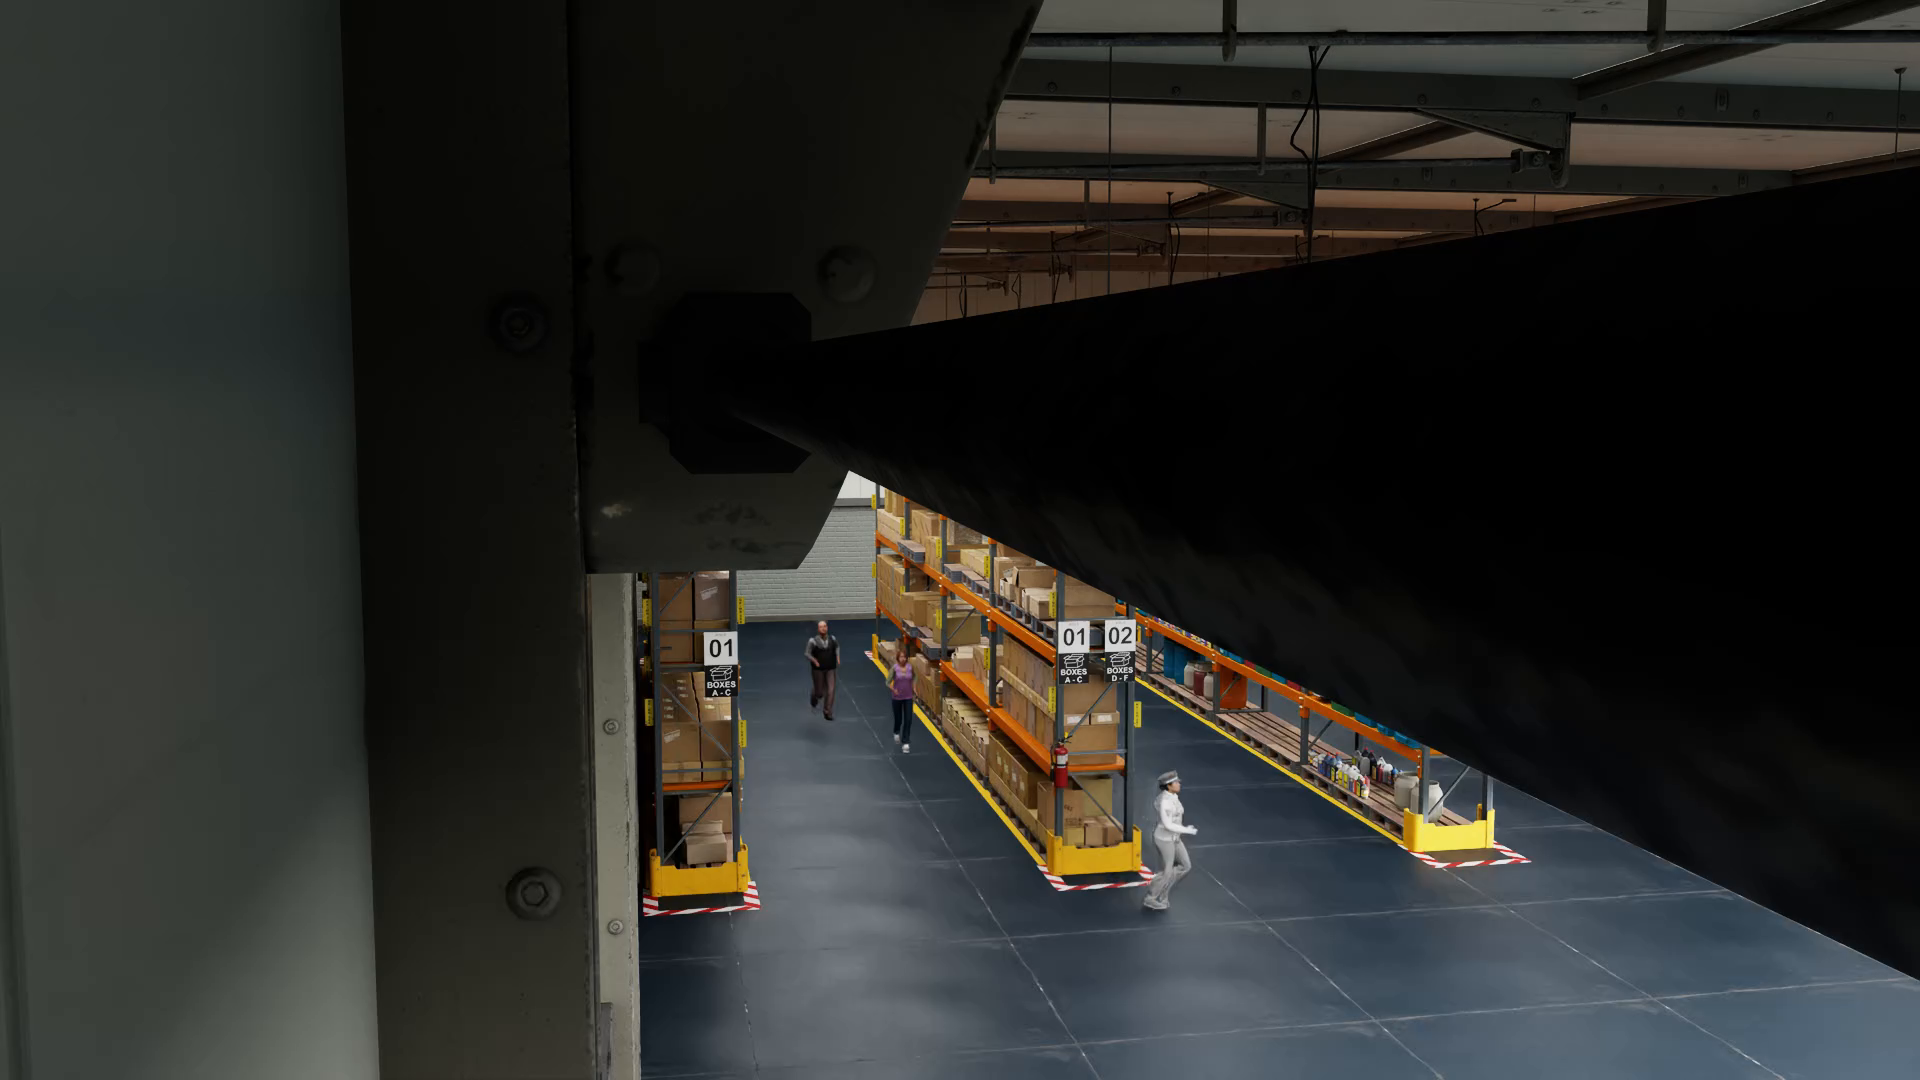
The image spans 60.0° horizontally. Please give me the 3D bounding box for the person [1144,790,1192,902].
[{"bbox_3d":[2.444,3.579,19.487,0.530,1.332,0.638,2,6,17],"label":"person"}]

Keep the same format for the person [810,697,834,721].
[{"bbox_3d":[-2.401,2.872,28.881,0.228,0.437,0.896,-2,6,-20],"label":"person"}]

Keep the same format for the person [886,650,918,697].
[{"bbox_3d":[-0.898,2.150,26.423,0.546,0.789,0.513,-1,6,-14],"label":"person"}]
